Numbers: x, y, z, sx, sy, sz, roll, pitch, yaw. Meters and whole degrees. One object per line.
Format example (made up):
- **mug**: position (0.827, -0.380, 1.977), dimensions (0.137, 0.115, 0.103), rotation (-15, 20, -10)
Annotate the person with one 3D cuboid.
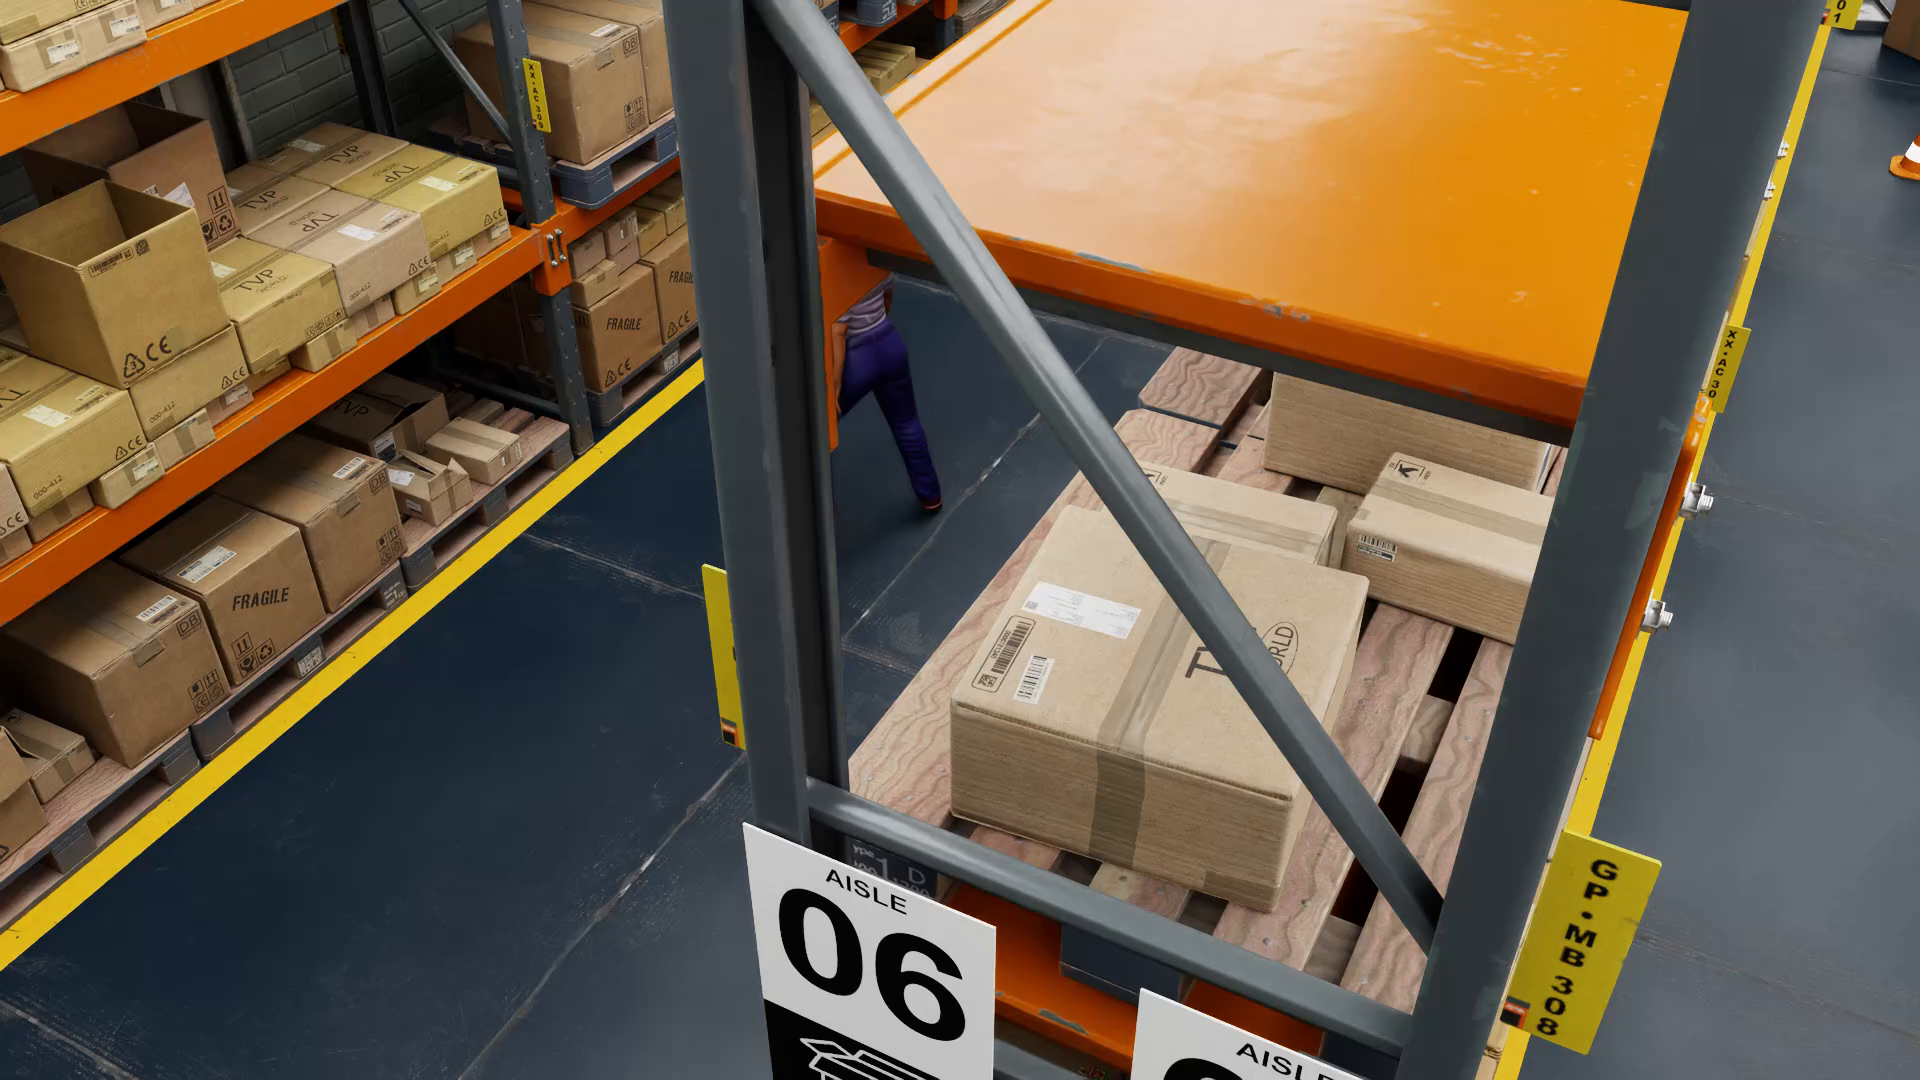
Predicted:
- **person**: position (-0.506, -0.867, 7.759), dimensions (0.657, 1.611, 0.810), rotation (-31, 48, -33)
